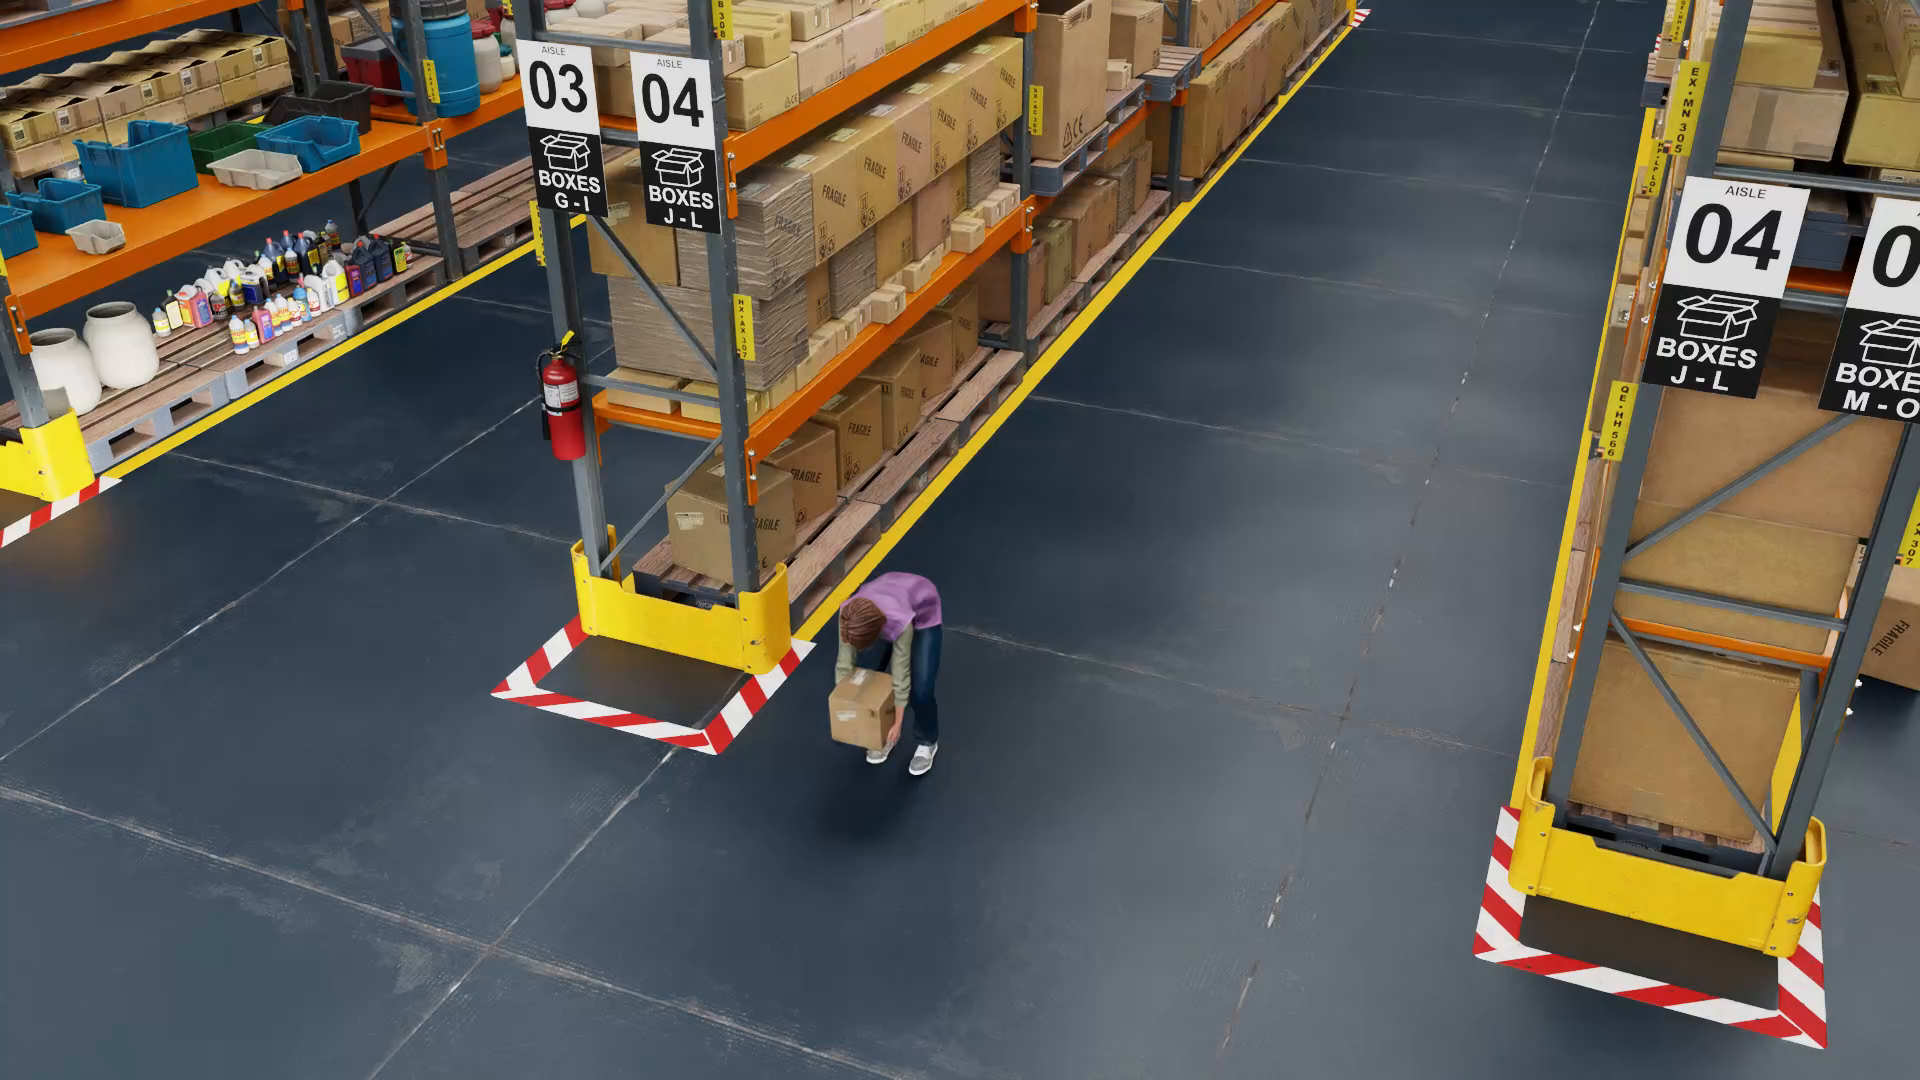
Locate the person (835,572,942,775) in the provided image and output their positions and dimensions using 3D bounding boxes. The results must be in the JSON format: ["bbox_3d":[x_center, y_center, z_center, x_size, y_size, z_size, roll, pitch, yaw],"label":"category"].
[{"bbox_3d":[-0.341,0.635,7.726,0.395,1.170,0.829,10,32,17],"label":"person"}]
